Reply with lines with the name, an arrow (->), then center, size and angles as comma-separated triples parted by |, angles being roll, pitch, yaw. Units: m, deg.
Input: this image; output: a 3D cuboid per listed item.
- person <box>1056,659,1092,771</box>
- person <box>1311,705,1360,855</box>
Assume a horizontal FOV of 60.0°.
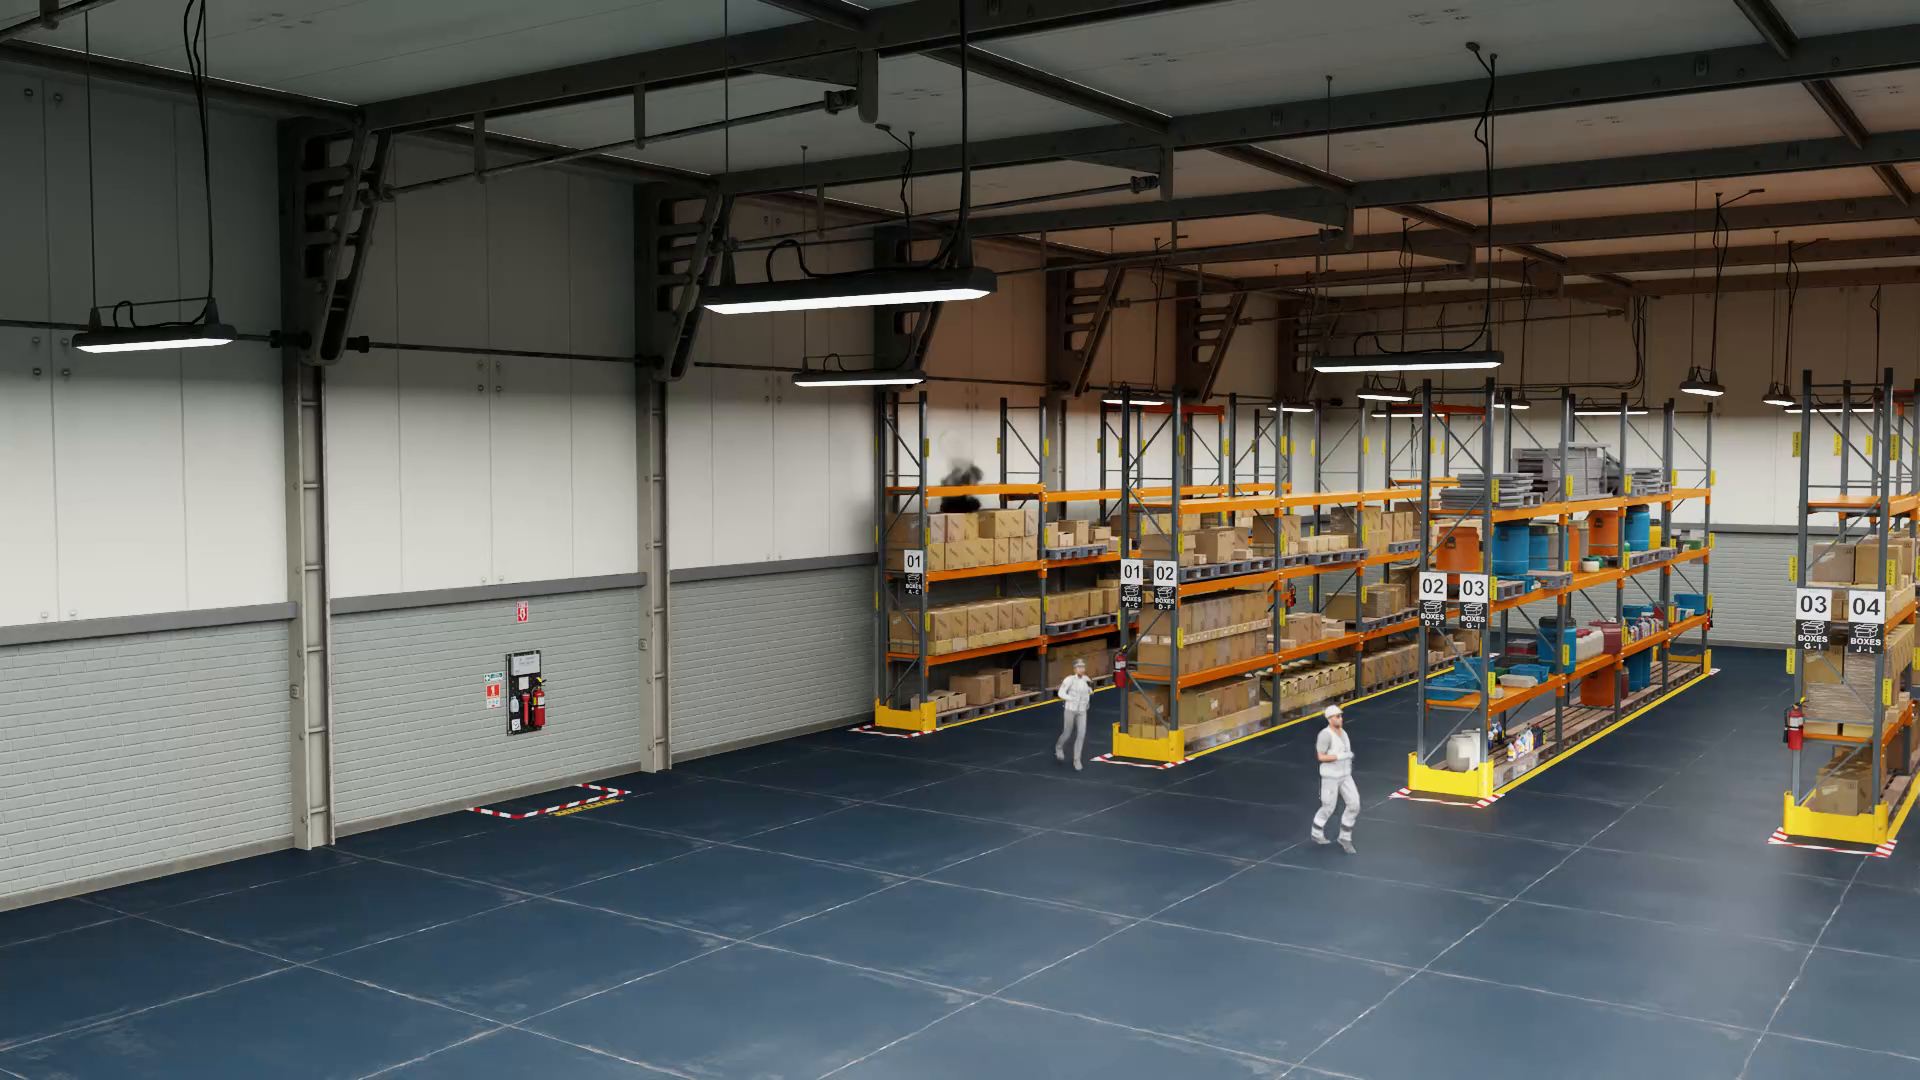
person -> 1.829, 2.706, 26.165 | 0.625, 1.712, 0.856 | -1, 3, -15
person -> 4.661, 2.966, 20.581 | 0.631, 1.839, 0.720 | -2, 4, -35
